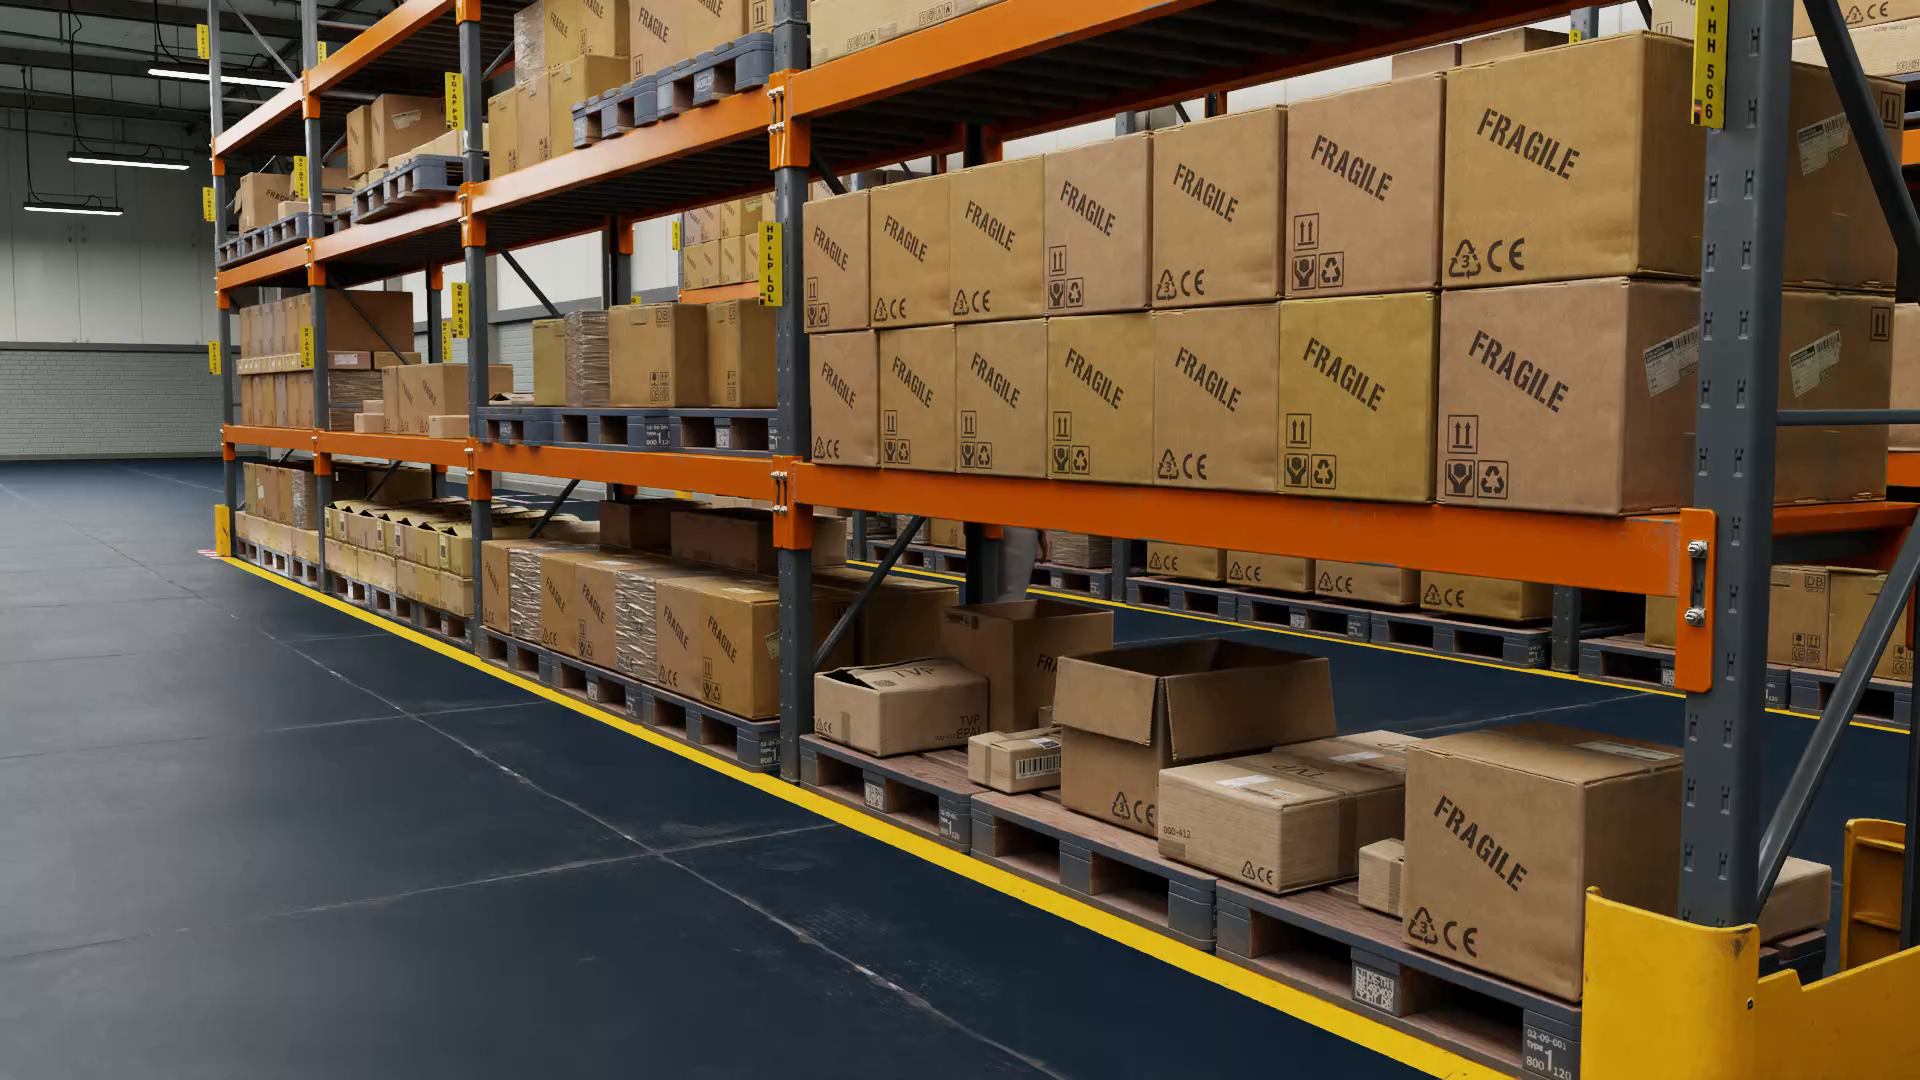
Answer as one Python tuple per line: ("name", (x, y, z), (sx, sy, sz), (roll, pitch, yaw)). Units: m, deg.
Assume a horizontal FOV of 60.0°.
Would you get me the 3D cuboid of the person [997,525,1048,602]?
("person", (0.256, -0.067, 9.121), (0.662, 1.659, 0.746), (4, 6, 38))
